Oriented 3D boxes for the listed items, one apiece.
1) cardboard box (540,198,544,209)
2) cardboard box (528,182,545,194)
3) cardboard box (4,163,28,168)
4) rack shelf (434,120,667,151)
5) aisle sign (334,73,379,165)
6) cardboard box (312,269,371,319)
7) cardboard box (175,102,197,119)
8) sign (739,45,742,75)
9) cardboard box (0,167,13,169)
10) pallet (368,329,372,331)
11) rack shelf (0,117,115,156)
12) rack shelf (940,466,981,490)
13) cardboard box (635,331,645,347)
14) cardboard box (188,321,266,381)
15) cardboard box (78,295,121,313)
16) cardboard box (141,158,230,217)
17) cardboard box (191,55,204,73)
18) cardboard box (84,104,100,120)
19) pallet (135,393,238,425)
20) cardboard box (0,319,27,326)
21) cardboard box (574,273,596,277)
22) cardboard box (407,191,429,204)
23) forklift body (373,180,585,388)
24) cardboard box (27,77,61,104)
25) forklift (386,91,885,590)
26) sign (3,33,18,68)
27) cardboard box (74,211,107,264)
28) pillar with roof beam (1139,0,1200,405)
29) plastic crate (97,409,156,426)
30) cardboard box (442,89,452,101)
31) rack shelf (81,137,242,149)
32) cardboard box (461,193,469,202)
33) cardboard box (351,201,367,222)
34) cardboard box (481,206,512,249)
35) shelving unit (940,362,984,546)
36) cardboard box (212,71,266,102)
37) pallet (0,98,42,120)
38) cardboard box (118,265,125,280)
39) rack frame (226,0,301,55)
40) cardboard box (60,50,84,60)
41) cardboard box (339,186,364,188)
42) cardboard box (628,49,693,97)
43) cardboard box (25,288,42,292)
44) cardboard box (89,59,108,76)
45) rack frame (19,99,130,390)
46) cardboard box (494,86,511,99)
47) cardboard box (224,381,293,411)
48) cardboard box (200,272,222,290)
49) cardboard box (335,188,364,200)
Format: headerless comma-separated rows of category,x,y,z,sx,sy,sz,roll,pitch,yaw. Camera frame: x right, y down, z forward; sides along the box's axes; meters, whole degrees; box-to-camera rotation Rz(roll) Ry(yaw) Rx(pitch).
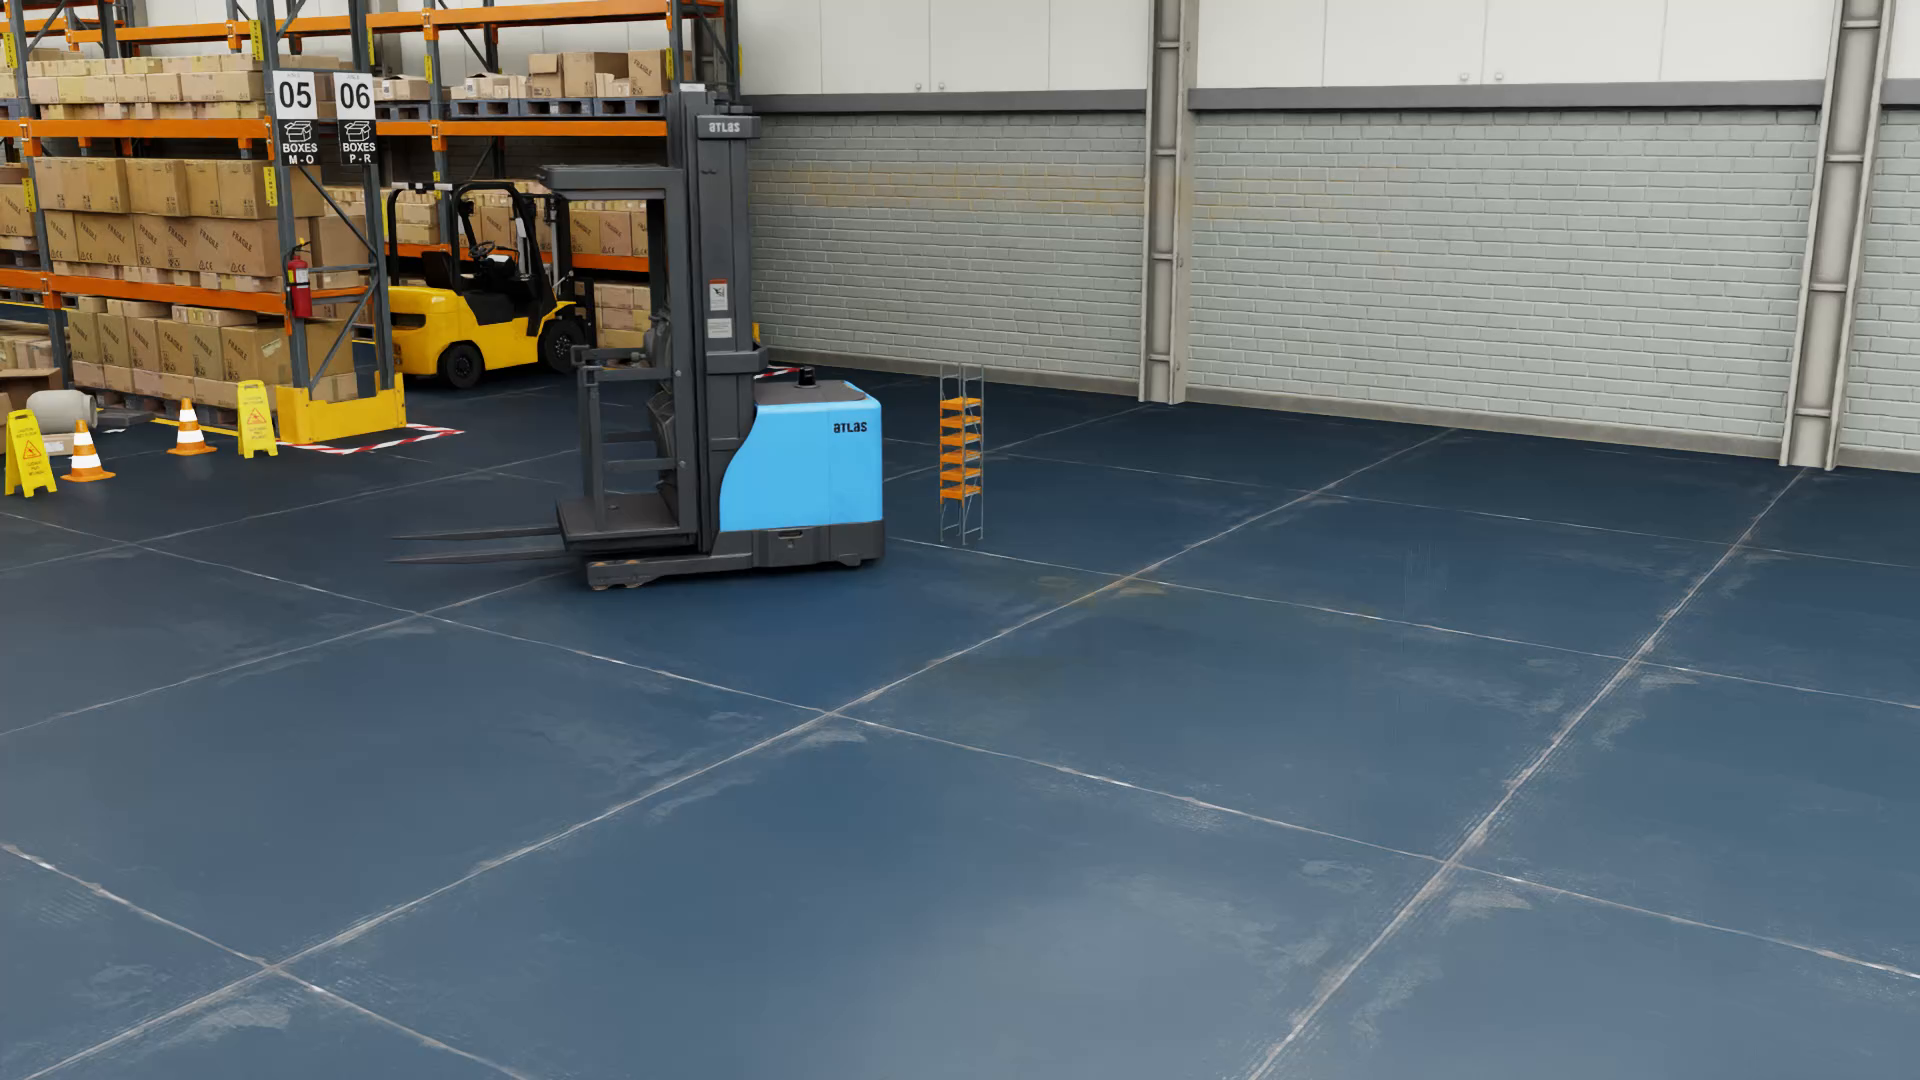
cardboard box,-4.752,-4.010,19.723,0.250,0.149,0.380,9,16,32
cardboard box,-4.929,-4.202,19.880,0.250,0.149,0.380,9,17,33
cardboard box,-14.628,-5.683,26.169,0.500,0.500,0.500,10,17,34
rack shelf,-4.482,-4.792,19.694,4.000,0.370,1.077,9,17,33
aisle sign,-5.365,-3.742,14.788,0.004,0.787,0.394,9,17,33
cardboard box,-8.404,-3.369,22.757,0.625,0.625,0.875,10,17,35
cardboard box,-6.874,-3.893,15.090,0.250,0.149,0.380,9,17,32
sign,-2.507,-5.446,18.853,0.005,0.325,0.100,9,17,33
cardboard box,-10.713,-4.048,18.383,0.250,0.149,0.380,8,16,30
pallet,-8.799,-3.018,23.076,1.213,0.211,1.003,9,17,33
rack shelf,-10.568,-4.338,17.861,4.000,0.370,1.077,9,17,33
rack shelf,0.012,-0.421,11.211,0.180,0.103,0.258,9,17,33
cardboard box,-3.388,-2.286,19.164,0.500,0.250,0.500,9,17,33
cardboard box,-6.835,-1.785,15.578,0.500,0.500,0.500,10,17,35
cardboard box,-8.499,-2.350,16.510,0.250,0.149,0.380,9,17,34
cardboard box,-7.031,-3.247,15.291,0.500,0.500,0.700,9,16,32
cardboard box,-6.631,-4.252,14.877,0.250,0.149,0.380,9,17,33
cardboard box,-8.148,-4.108,15.955,0.250,0.149,0.380,10,17,34
pallet,-7.315,-1.363,16.391,1.213,0.211,1.003,9,17,33
cardboard box,-11.147,-2.253,18.776,0.625,0.372,0.950,9,16,32
cardboard box,-4.784,-3.145,20.553,0.500,0.250,0.500,9,17,33
cardboard box,-6.773,-4.349,21.093,0.250,0.149,0.380,9,16,32
forklift body,-5.414,-2.896,18.544,1.214,2.155,2.313,9,17,33
cardboard box,-8.696,-4.377,16.214,0.500,0.250,0.500,9,16,32
forklift,-2.055,-1.260,10.313,3.031,2.935,1.130,-4,14,-16
sign,-9.215,-4.750,16.132,0.005,0.325,0.100,9,17,33
cardboard box,-8.269,-2.979,16.288,0.500,0.500,0.500,9,17,33
pillar with roof beam,-0.321,-4.939,12.549,0.400,9.000,9.100,9,17,33
plastic crate,-8.063,-1.172,15.891,0.583,0.080,0.402,3,14,14
cardboard box,-6.736,-5.693,21.277,0.250,0.149,0.380,9,17,33
rack shelf,-11.120,-5.865,24.028,4.000,0.370,1.077,9,17,33
cardboard box,-6.024,-4.222,20.577,0.250,0.149,0.380,9,16,32
cardboard box,-7.543,-4.275,21.624,0.500,0.250,0.500,10,17,34
cardboard box,-5.477,-3.824,20.320,0.500,0.500,0.500,10,17,34
shelving unit,0.012,-0.580,11.171,0.189,1.200,0.258,9,17,33
cardboard box,-6.164,-3.969,14.566,0.500,0.250,0.500,9,16,32
pallet,-9.361,-4.432,17.134,1.003,0.211,1.213,9,17,33
cardboard box,-7.926,-2.612,16.157,0.250,0.149,0.380,9,17,33
rack frame,-9.460,-7.402,22.498,0.127,3.000,1.000,9,17,33
cardboard box,-9.589,-5.016,17.500,0.500,0.250,0.500,9,16,32
cardboard box,-8.201,-4.721,22.593,0.250,0.149,0.380,9,17,32
cardboard box,-3.325,-5.185,18.493,0.500,0.500,0.500,10,17,35
cardboard box,-14.573,-4.239,26.533,0.500,0.500,0.500,10,17,34
cardboard box,-7.946,-4.447,15.667,0.250,0.149,0.380,9,16,31
rack frame,-8.908,-2.963,17.051,0.127,3.000,1.000,9,17,33
cardboard box,-5.301,-5.316,19.755,0.250,0.149,0.380,10,17,34
cardboard box,-6.430,-1.354,15.399,0.500,0.250,0.500,9,17,33
cardboard box,-6.722,-2.391,15.264,0.250,0.149,0.380,10,17,34
cardboard box,-8.014,-4.565,21.965,0.250,0.149,0.380,9,17,33
